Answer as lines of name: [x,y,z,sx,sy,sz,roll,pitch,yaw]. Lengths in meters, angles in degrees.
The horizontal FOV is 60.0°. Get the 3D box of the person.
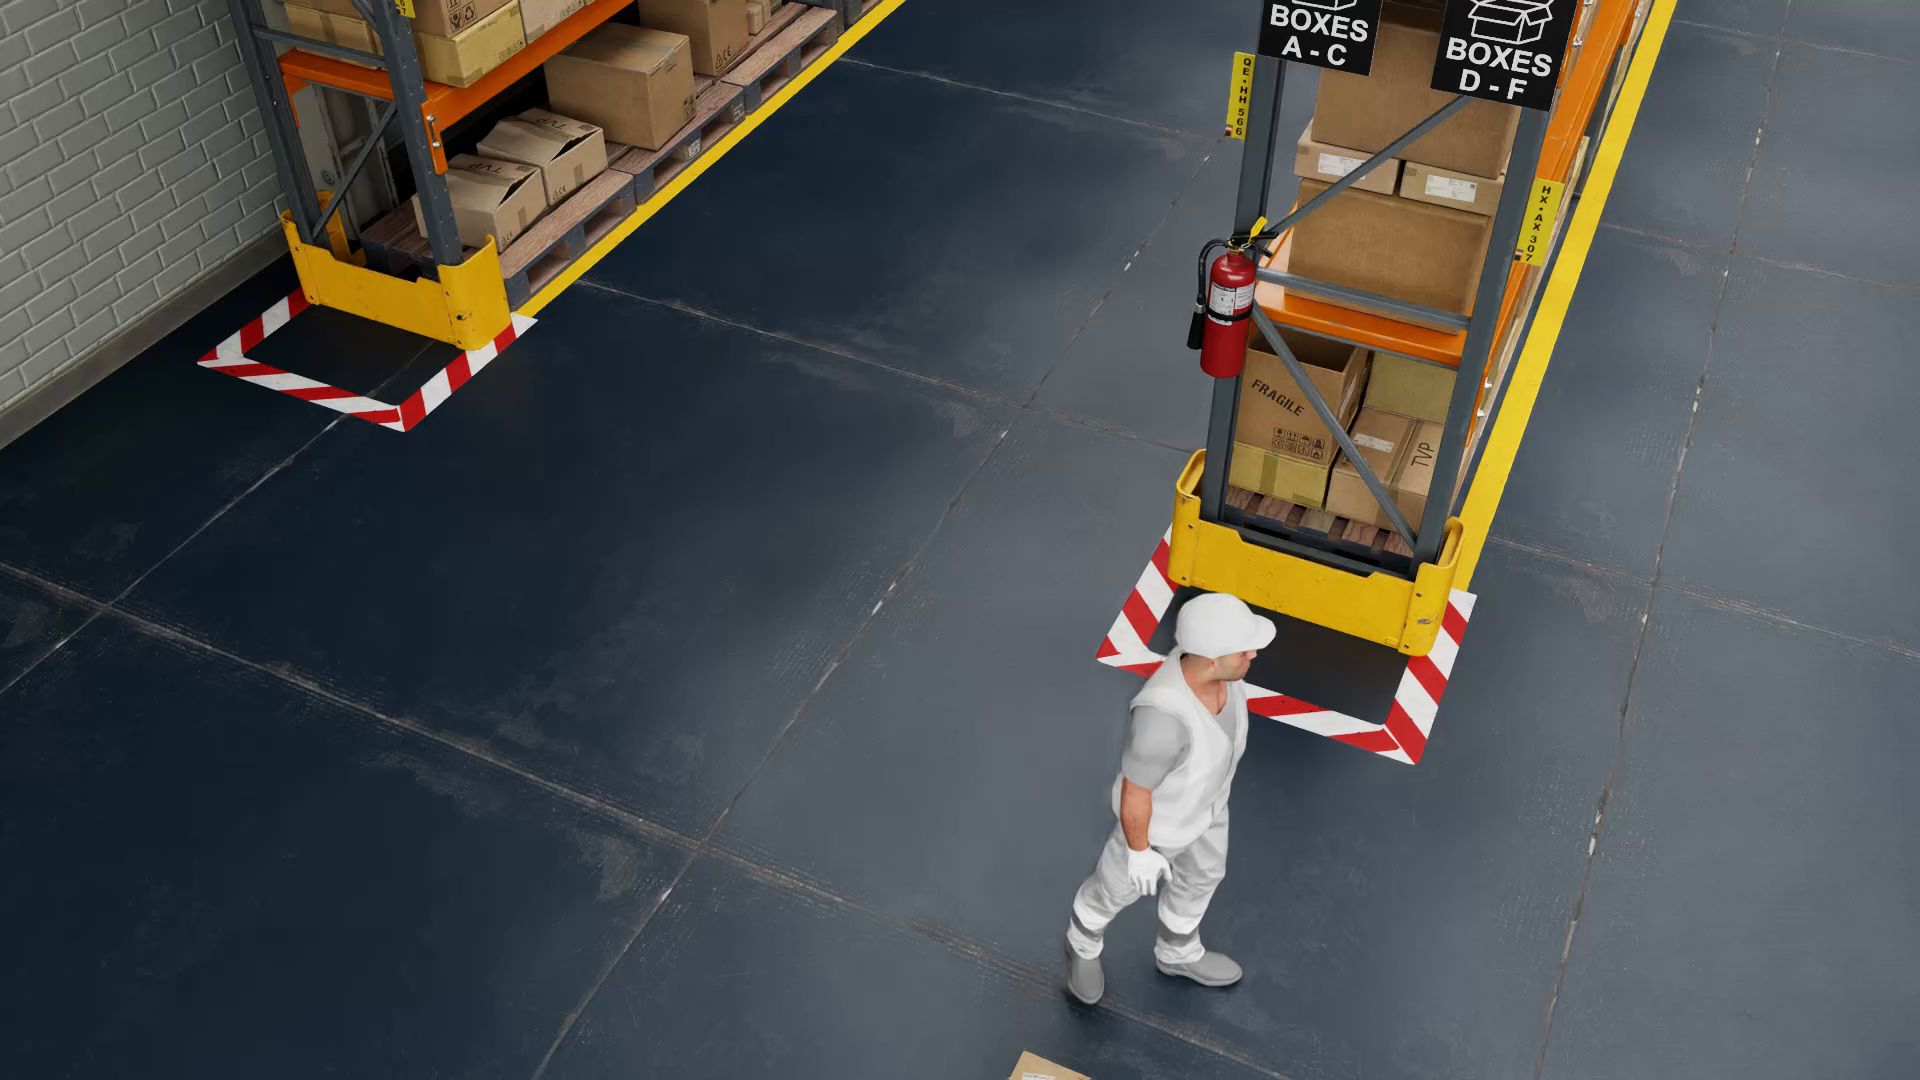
person: [0.657,0.827,5.210,0.564,1.788,0.570,27,48,27]
